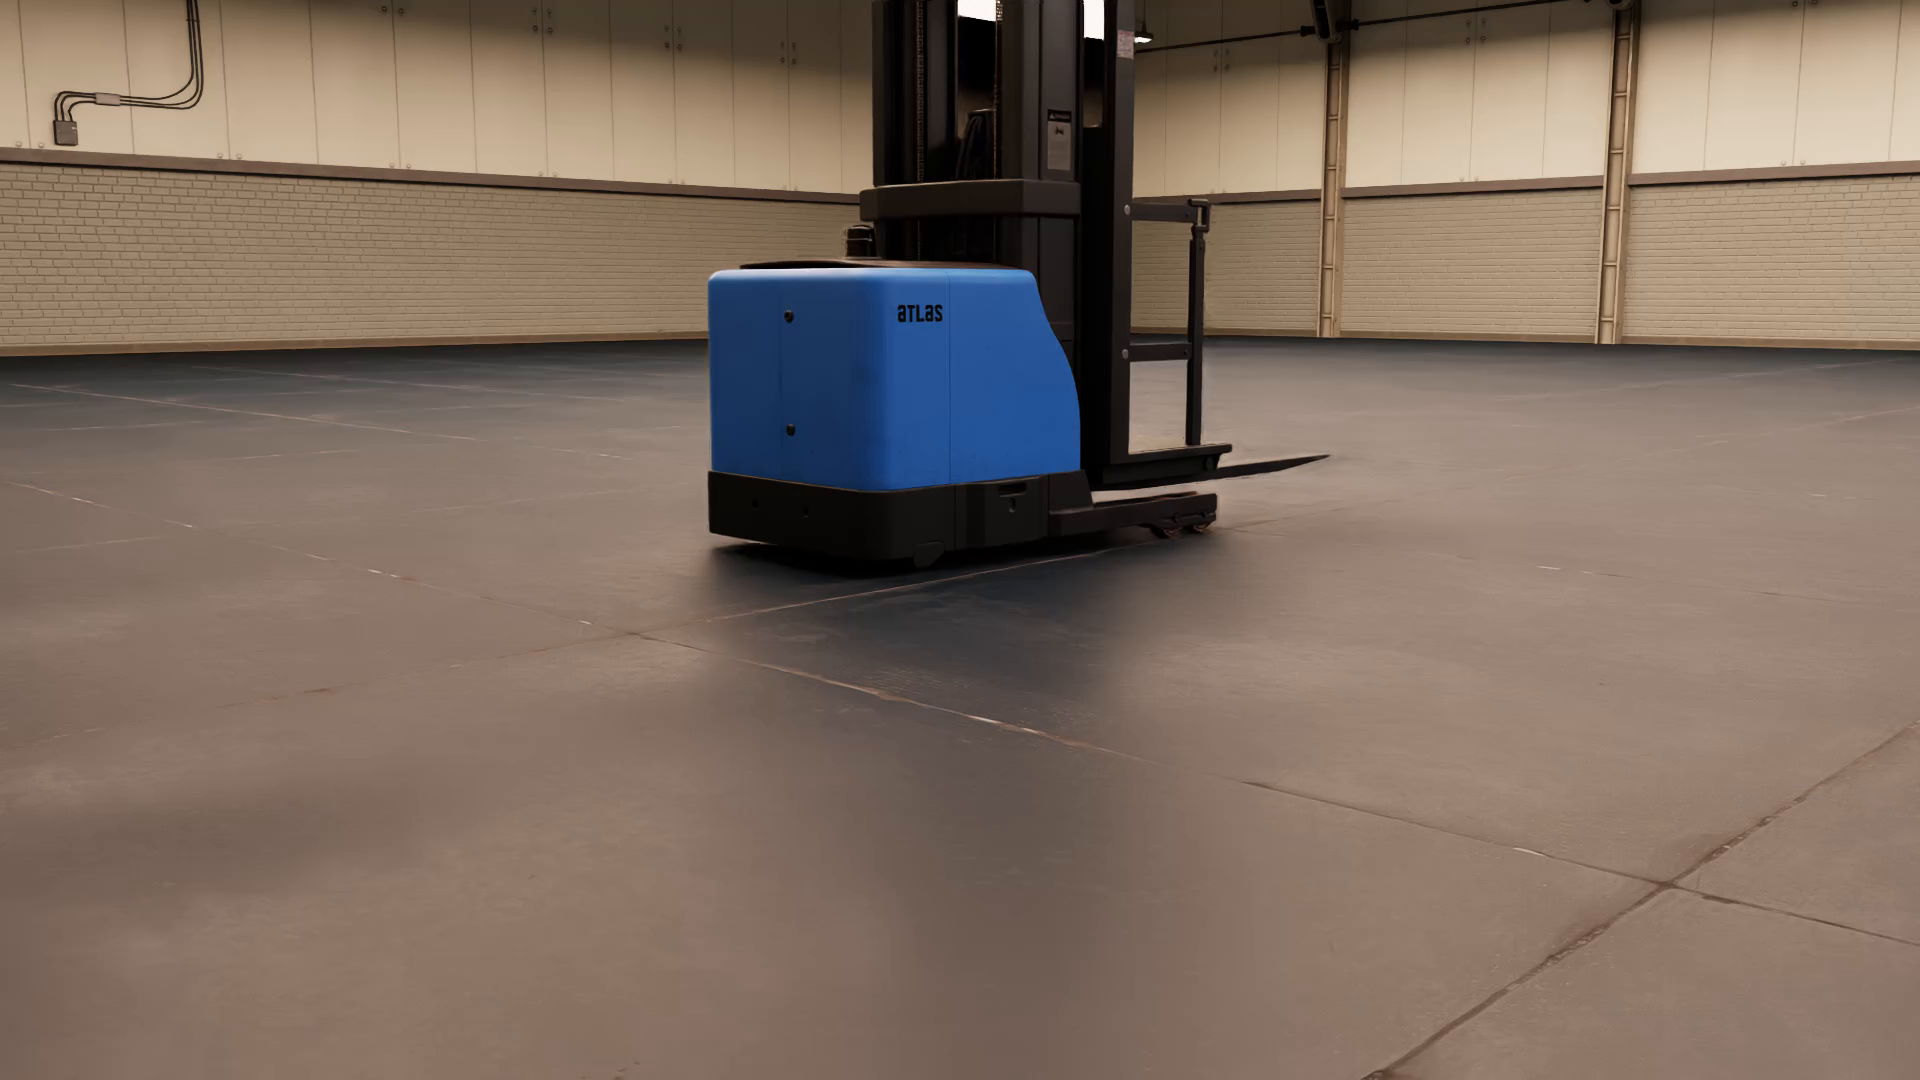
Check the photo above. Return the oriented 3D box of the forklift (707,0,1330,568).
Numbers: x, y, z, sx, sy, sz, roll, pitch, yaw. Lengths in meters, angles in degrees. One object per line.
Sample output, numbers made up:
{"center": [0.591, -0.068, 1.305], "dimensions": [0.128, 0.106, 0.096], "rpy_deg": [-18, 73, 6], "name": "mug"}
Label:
{"center": [0.437, -1.513, 6.922], "dimensions": [3.031, 2.935, 1.130], "rpy_deg": [-8, 12, -43], "name": "forklift"}
